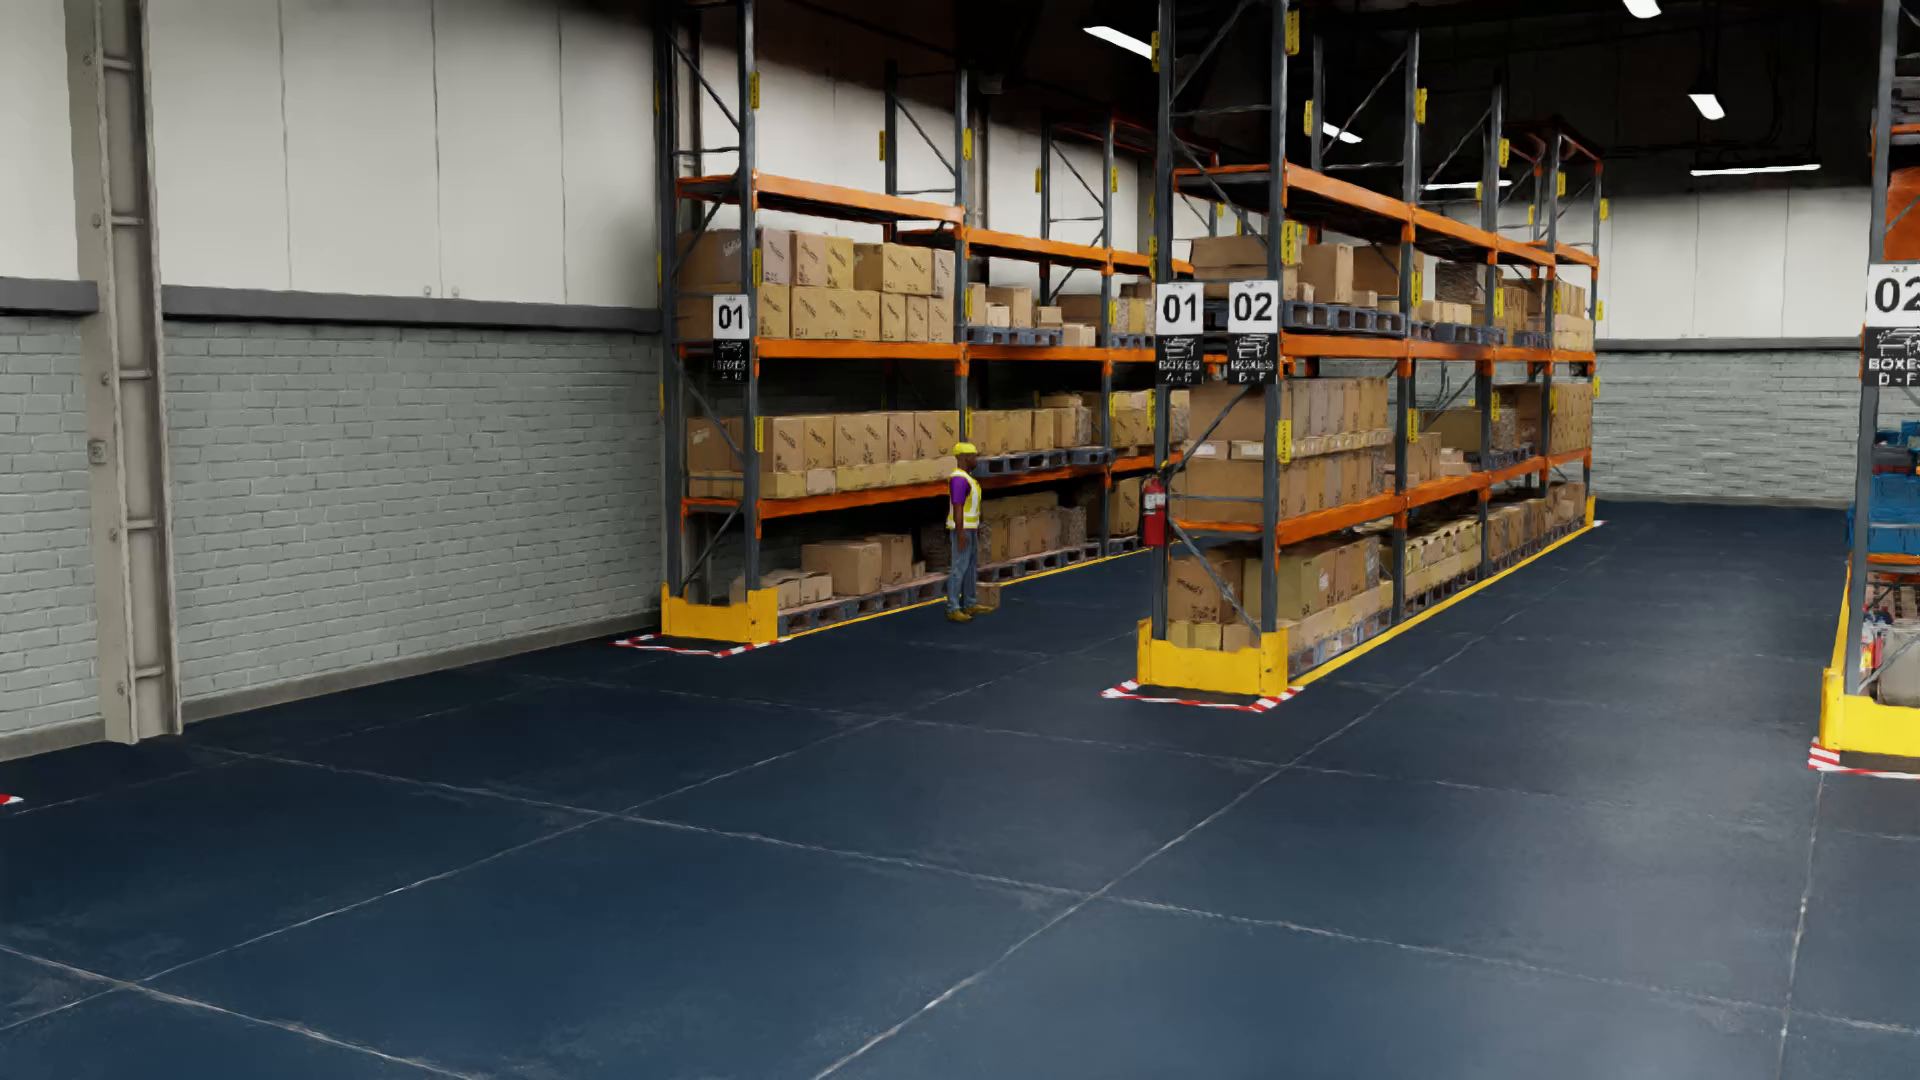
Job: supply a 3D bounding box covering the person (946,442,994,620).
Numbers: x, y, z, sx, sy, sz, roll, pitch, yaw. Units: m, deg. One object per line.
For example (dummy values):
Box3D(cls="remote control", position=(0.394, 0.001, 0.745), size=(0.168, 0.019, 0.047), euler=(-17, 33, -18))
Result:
Box3D(cls="person", position=(0.097, -0.105, 16.742), size=(0.470, 1.771, 0.639), euler=(1, 6, 9))
